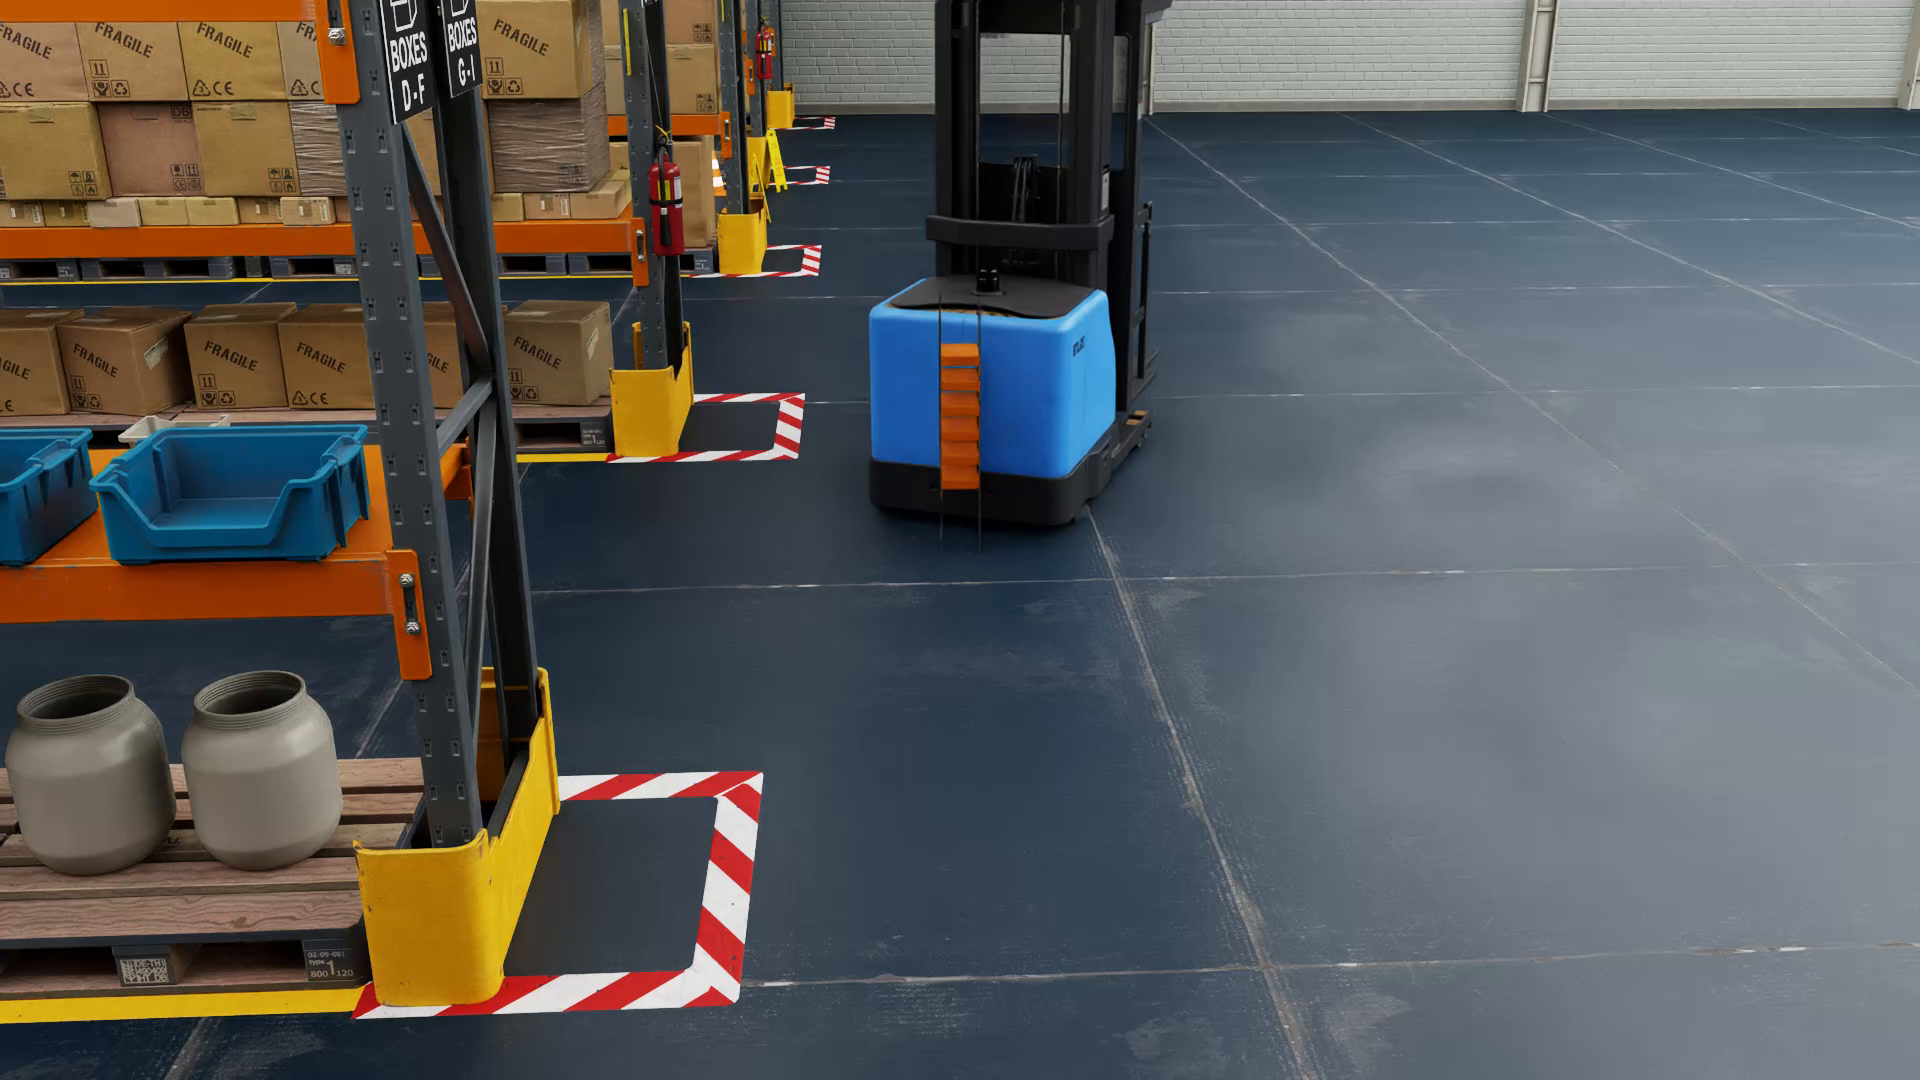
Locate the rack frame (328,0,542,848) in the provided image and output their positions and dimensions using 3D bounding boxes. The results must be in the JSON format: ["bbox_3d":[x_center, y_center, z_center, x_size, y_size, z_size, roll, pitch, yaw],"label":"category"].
[{"bbox_3d":[-1.444,-0.317,4.738,0.127,3.000,1.000,-1,21,-3],"label":"rack frame"}]

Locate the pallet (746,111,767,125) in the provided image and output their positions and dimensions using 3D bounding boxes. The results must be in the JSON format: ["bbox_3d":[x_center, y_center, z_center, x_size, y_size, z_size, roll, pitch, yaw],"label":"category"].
[{"bbox_3d":[-3.341,-6.027,23.653,1.213,0.211,1.003,-1,21,-3],"label":"pallet"}]

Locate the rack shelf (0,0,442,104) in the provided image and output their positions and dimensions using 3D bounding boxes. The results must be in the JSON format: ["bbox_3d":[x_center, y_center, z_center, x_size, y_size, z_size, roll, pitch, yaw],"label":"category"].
[{"bbox_3d":[-3.441,-1.342,4.226,4.000,0.370,1.077,-1,21,-3],"label":"rack shelf"}]

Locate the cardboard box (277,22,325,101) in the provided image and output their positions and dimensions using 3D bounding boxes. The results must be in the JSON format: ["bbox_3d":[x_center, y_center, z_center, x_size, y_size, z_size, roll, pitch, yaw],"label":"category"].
[{"bbox_3d":[-3.260,-2.609,8.795,0.500,0.500,0.500,-1,21,-3],"label":"cardboard box"}]

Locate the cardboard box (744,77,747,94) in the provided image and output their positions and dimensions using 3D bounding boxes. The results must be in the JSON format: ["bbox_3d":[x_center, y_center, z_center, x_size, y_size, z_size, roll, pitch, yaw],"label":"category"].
[{"bbox_3d":[-3.048,-6.384,23.245,0.500,0.250,0.500,-1,21,-4],"label":"cardboard box"}]

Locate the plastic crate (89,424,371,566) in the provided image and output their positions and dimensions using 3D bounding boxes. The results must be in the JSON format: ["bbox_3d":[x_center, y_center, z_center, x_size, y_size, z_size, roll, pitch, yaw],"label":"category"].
[{"bbox_3d":[-1.927,-0.131,4.459,0.616,0.251,0.499,-1,21,-3],"label":"plastic crate"}]

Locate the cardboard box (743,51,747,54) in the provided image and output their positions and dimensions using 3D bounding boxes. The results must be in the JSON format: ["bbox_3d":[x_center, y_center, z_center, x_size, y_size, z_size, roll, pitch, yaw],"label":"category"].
[{"bbox_3d":[-3.071,-6.796,23.625,0.500,0.250,0.500,-1,21,-4],"label":"cardboard box"}]

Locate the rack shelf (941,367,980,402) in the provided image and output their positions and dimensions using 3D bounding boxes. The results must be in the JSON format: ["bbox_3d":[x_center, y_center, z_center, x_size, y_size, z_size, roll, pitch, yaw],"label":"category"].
[{"bbox_3d":[-0.001,-0.732,7.809,0.180,0.103,0.258,0,21,-1],"label":"rack shelf"}]

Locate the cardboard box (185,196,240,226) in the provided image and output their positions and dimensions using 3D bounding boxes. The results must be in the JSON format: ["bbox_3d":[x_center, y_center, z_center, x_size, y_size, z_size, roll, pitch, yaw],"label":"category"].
[{"bbox_3d":[-3.992,-1.811,9.014,0.250,0.149,0.380,-1,21,-3],"label":"cardboard box"}]

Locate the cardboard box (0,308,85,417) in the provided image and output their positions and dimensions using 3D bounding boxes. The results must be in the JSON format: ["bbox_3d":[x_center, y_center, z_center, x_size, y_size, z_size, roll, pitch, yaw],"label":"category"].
[{"bbox_3d":[-5.319,-1.017,9.500,0.500,0.500,0.500,-2,21,-5],"label":"cardboard box"}]

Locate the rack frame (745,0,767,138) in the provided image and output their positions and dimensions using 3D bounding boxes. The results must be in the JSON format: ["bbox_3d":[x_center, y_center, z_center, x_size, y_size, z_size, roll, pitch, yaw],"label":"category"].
[{"bbox_3d":[-2.293,-5.597,18.606,0.127,3.000,1.000,-1,21,-3],"label":"rack frame"}]

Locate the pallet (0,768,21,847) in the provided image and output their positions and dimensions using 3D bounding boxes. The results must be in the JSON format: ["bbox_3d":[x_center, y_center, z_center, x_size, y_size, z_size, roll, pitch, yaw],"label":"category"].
[{"bbox_3d":[-3.544,1.043,5.086,1.213,0.211,1.003,-1,21,-3],"label":"pallet"}]

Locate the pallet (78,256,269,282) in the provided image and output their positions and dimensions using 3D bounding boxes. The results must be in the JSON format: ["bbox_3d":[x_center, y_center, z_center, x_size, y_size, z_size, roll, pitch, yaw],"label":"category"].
[{"bbox_3d":[-6.669,-2.414,14.164,1.213,0.211,1.003,-1,21,-3],"label":"pallet"}]

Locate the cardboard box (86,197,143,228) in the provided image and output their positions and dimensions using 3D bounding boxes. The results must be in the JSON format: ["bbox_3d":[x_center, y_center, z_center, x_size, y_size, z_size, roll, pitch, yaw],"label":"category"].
[{"bbox_3d":[-4.490,-1.790,8.959,0.250,0.149,0.380,-1,21,-3],"label":"cardboard box"}]

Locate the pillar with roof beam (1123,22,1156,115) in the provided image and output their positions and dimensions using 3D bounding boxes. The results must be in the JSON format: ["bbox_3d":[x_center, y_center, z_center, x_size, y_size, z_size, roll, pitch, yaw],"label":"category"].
[{"bbox_3d":[2.909,-9.062,19.277,0.400,9.000,9.100,-1,21,-3],"label":"pillar with roof beam"}]

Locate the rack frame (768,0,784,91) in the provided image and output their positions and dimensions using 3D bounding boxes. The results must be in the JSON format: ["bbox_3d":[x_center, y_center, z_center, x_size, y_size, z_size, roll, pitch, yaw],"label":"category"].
[{"bbox_3d":[-2.580,-7.360,23.237,0.127,3.000,1.000,-1,21,-3],"label":"rack frame"}]

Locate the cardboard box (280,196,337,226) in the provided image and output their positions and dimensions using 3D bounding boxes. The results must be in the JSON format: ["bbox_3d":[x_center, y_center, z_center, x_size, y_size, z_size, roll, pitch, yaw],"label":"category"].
[{"bbox_3d":[-3.492,-1.812,9.019,0.250,0.149,0.380,-1,21,-3],"label":"cardboard box"}]

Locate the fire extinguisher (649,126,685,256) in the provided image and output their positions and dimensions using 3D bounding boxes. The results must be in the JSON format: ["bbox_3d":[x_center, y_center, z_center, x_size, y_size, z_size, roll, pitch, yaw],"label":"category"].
[{"bbox_3d":[-1.587,-1.879,8.950,0.183,0.674,0.296,-1,21,-3],"label":"fire extinguisher"}]

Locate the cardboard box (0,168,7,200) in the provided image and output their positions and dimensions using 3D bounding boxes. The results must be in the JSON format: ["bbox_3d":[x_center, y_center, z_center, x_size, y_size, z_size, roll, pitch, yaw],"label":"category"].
[{"bbox_3d":[-5.268,-2.168,9.042,0.500,0.500,0.875,-1,21,-3],"label":"cardboard box"}]

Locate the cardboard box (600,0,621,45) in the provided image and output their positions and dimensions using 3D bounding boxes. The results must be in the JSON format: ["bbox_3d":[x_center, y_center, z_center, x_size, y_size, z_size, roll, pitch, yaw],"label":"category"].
[{"bbox_3d":[-2.826,-4.378,13.675,0.550,0.550,0.875,-1,21,-3],"label":"cardboard box"}]

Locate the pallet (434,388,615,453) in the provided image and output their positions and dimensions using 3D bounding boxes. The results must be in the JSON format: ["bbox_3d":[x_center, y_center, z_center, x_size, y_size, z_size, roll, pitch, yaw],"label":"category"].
[{"bbox_3d":[-2.616,-0.768,9.841,1.213,0.211,1.003,-1,21,-3],"label":"pallet"}]

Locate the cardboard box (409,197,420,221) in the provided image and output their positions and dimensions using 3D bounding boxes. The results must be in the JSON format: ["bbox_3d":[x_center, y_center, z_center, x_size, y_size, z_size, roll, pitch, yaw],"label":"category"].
[{"bbox_3d":[-2.999,-1.862,9.149,0.250,0.149,0.380,-1,21,-3],"label":"cardboard box"}]

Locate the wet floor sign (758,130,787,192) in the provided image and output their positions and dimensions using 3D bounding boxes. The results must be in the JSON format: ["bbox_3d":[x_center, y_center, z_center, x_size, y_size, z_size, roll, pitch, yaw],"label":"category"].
[{"bbox_3d":[-2.042,-4.120,18.037,0.232,0.644,0.267,6,22,16],"label":"wet floor sign"}]

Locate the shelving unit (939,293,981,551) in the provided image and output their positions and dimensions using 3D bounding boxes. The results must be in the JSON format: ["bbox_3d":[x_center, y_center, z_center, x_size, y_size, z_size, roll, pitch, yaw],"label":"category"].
[{"bbox_3d":[-0.001,-0.550,7.878,0.189,1.200,0.258,0,21,-1],"label":"shelving unit"}]

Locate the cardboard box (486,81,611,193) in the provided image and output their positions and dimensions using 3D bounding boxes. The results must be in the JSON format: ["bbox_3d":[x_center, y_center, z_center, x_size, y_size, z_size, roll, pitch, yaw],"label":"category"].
[{"bbox_3d":[-2.278,-2.261,9.285,0.500,0.500,0.875,-1,21,-3],"label":"cardboard box"}]

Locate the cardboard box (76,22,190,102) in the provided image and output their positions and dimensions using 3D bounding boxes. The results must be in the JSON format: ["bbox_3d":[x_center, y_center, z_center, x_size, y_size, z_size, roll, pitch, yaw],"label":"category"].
[{"bbox_3d":[-4.259,-2.588,8.739,0.500,0.500,0.500,-1,21,-3],"label":"cardboard box"}]

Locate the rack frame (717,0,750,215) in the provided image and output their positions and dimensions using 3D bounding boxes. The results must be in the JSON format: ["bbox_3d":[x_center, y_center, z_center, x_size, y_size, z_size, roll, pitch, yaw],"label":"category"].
[{"bbox_3d":[-1.909,-3.841,13.993,0.127,3.000,1.000,-1,21,-3],"label":"rack frame"}]

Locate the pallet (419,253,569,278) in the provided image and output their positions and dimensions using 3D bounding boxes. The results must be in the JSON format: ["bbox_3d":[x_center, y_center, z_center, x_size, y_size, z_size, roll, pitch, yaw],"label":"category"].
[{"bbox_3d":[-3.918,-2.470,14.311,1.213,0.211,1.003,-1,21,-3],"label":"pallet"}]

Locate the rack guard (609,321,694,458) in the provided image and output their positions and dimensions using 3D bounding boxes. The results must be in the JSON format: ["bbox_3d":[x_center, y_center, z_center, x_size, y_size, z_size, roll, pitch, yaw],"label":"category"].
[{"bbox_3d":[-1.803,-0.907,9.800,0.348,0.500,1.175,-1,21,-3],"label":"rack guard"}]

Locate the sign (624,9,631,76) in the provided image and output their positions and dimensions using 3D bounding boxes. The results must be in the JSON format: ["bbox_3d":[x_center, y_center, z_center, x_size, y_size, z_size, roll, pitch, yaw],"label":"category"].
[{"bbox_3d":[-1.716,-2.568,8.579,0.005,0.325,0.100,-1,21,-3],"label":"sign"}]

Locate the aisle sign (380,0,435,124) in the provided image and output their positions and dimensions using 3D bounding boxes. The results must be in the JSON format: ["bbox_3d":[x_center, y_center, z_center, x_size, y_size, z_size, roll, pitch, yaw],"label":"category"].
[{"bbox_3d":[-1.356,-1.428,4.003,0.004,0.787,0.394,-1,21,-3],"label":"aisle sign"}]

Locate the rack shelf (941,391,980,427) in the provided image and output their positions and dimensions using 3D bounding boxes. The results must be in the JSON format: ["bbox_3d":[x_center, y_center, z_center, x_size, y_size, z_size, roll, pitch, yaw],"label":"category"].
[{"bbox_3d":[-0.001,-0.620,7.851,0.180,0.103,0.258,0,21,-1],"label":"rack shelf"}]

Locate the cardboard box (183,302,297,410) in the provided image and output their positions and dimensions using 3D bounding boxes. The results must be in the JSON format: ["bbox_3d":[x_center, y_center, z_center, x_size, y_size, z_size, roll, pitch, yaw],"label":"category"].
[{"bbox_3d":[-4.132,-1.072,9.644,0.500,0.500,0.500,-3,21,-8],"label":"cardboard box"}]

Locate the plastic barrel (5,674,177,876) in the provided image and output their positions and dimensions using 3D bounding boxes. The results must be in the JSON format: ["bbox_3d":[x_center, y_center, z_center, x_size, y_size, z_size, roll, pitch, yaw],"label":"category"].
[{"bbox_3d":[-2.598,0.700,4.973,0.421,0.512,0.421,0,21,0],"label":"plastic barrel"}]

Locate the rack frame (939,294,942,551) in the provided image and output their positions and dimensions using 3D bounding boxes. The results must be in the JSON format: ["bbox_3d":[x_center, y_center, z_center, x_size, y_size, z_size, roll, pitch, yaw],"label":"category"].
[{"bbox_3d":[-0.092,-0.549,7.876,0.006,1.200,0.240,0,21,-1],"label":"rack frame"}]

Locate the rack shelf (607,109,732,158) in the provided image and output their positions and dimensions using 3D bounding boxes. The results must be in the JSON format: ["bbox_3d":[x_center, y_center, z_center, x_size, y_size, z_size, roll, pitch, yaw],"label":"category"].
[{"bbox_3d":[-3.906,-3.464,14.014,4.000,0.370,1.077,-1,21,-3],"label":"rack shelf"}]

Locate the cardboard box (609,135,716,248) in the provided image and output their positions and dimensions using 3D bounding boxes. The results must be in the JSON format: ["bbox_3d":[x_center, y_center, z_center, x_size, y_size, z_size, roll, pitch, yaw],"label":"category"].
[{"bbox_3d":[-2.583,-3.007,14.198,0.875,0.875,0.875,-1,21,-3],"label":"cardboard box"}]

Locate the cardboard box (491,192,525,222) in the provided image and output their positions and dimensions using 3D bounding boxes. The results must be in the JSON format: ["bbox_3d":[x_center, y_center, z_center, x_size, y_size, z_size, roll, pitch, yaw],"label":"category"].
[{"bbox_3d":[-2.496,-1.852,9.122,0.250,0.149,0.380,-1,21,-3],"label":"cardboard box"}]

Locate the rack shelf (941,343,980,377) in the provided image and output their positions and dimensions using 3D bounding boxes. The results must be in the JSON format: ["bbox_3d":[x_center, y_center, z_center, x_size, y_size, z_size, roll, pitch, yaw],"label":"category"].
[{"bbox_3d":[-0.001,-0.844,7.766,0.180,0.103,0.258,0,21,-1],"label":"rack shelf"}]

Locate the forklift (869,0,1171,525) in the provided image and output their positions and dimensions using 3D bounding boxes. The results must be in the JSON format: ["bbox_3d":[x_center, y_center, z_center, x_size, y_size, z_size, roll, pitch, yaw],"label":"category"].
[{"bbox_3d":[0.490,-1.932,9.077,1.130,2.935,3.031,7,22,17],"label":"forklift"}]

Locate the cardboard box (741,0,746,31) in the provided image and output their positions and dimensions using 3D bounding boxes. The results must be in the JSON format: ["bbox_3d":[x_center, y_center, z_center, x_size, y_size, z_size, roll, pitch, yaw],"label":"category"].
[{"bbox_3d":[-3.056,-7.304,22.948,0.500,0.500,0.500,-2,21,-4],"label":"cardboard box"}]

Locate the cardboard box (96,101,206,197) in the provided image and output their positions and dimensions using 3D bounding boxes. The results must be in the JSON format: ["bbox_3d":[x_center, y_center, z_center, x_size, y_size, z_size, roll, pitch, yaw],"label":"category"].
[{"bbox_3d":[-4.273,-2.212,9.156,0.500,0.500,0.875,-1,21,-3],"label":"cardboard box"}]

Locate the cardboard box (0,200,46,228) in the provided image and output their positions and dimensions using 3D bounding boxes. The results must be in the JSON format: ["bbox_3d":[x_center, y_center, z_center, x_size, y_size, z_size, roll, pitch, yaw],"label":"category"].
[{"bbox_3d":[-4.991,-1.791,8.962,0.250,0.149,0.380,-1,21,-3],"label":"cardboard box"}]

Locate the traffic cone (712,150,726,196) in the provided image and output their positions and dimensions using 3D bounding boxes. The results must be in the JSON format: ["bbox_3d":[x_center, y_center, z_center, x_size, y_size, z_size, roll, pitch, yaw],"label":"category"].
[{"bbox_3d":[-2.649,-3.944,17.831,0.334,0.463,0.336,-1,21,-3],"label":"traffic cone"}]

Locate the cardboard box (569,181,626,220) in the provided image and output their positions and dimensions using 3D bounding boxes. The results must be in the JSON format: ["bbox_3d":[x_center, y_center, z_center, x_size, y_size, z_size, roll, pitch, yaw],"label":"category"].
[{"bbox_3d":[-2.000,-1.880,9.197,0.250,0.149,0.380,-1,21,-3],"label":"cardboard box"}]

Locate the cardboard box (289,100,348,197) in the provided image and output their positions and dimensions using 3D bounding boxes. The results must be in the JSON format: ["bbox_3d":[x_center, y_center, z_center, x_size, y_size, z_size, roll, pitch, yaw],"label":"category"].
[{"bbox_3d":[-3.272,-2.213,9.160,0.500,0.500,0.875,-1,21,-3],"label":"cardboard box"}]

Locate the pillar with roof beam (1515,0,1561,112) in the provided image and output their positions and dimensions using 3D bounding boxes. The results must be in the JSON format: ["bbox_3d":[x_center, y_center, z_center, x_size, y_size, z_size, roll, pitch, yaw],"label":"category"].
[{"bbox_3d":[8.900,-9.184,19.597,0.400,9.000,9.100,-1,21,-3],"label":"pillar with roof beam"}]

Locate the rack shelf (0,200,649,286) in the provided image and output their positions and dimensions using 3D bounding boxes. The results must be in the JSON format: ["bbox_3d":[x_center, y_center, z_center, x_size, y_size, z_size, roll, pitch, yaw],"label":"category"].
[{"bbox_3d":[-3.724,-1.700,9.381,4.000,0.370,1.077,-1,21,-3],"label":"rack shelf"}]

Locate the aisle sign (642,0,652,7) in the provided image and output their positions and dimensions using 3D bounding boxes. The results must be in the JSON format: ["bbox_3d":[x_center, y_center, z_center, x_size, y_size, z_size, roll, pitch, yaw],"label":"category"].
[{"bbox_3d":[-1.648,-3.186,8.621,0.004,0.787,0.394,-1,21,-3],"label":"aisle sign"}]

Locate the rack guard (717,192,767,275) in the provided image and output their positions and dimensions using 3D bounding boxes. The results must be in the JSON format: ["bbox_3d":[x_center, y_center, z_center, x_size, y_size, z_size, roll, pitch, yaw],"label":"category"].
[{"bbox_3d":[-1.885,-2.673,14.439,0.348,0.500,1.175,-1,21,-3],"label":"rack guard"}]

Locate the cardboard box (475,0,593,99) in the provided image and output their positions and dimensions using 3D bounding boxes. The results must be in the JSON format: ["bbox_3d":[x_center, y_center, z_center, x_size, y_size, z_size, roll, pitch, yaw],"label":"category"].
[{"bbox_3d":[-2.262,-2.631,8.851,0.500,0.500,0.500,-1,21,-3],"label":"cardboard box"}]

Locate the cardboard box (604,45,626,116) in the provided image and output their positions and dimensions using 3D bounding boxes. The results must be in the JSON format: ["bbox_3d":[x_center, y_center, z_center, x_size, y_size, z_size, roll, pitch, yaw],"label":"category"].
[{"bbox_3d":[-2.825,-3.868,13.854,0.550,0.550,0.875,-1,21,-3],"label":"cardboard box"}]

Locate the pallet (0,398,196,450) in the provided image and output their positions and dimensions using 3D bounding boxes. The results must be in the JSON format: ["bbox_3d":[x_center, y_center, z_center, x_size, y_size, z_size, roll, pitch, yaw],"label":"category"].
[{"bbox_3d":[-5.052,-0.718,9.711,1.213,0.211,1.003,-1,21,-3],"label":"pallet"}]

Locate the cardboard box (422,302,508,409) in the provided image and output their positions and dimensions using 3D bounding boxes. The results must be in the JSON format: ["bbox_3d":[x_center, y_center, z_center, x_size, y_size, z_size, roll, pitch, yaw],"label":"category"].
[{"bbox_3d":[-2.946,-1.074,9.648,0.500,0.500,0.500,4,21,11],"label":"cardboard box"}]
